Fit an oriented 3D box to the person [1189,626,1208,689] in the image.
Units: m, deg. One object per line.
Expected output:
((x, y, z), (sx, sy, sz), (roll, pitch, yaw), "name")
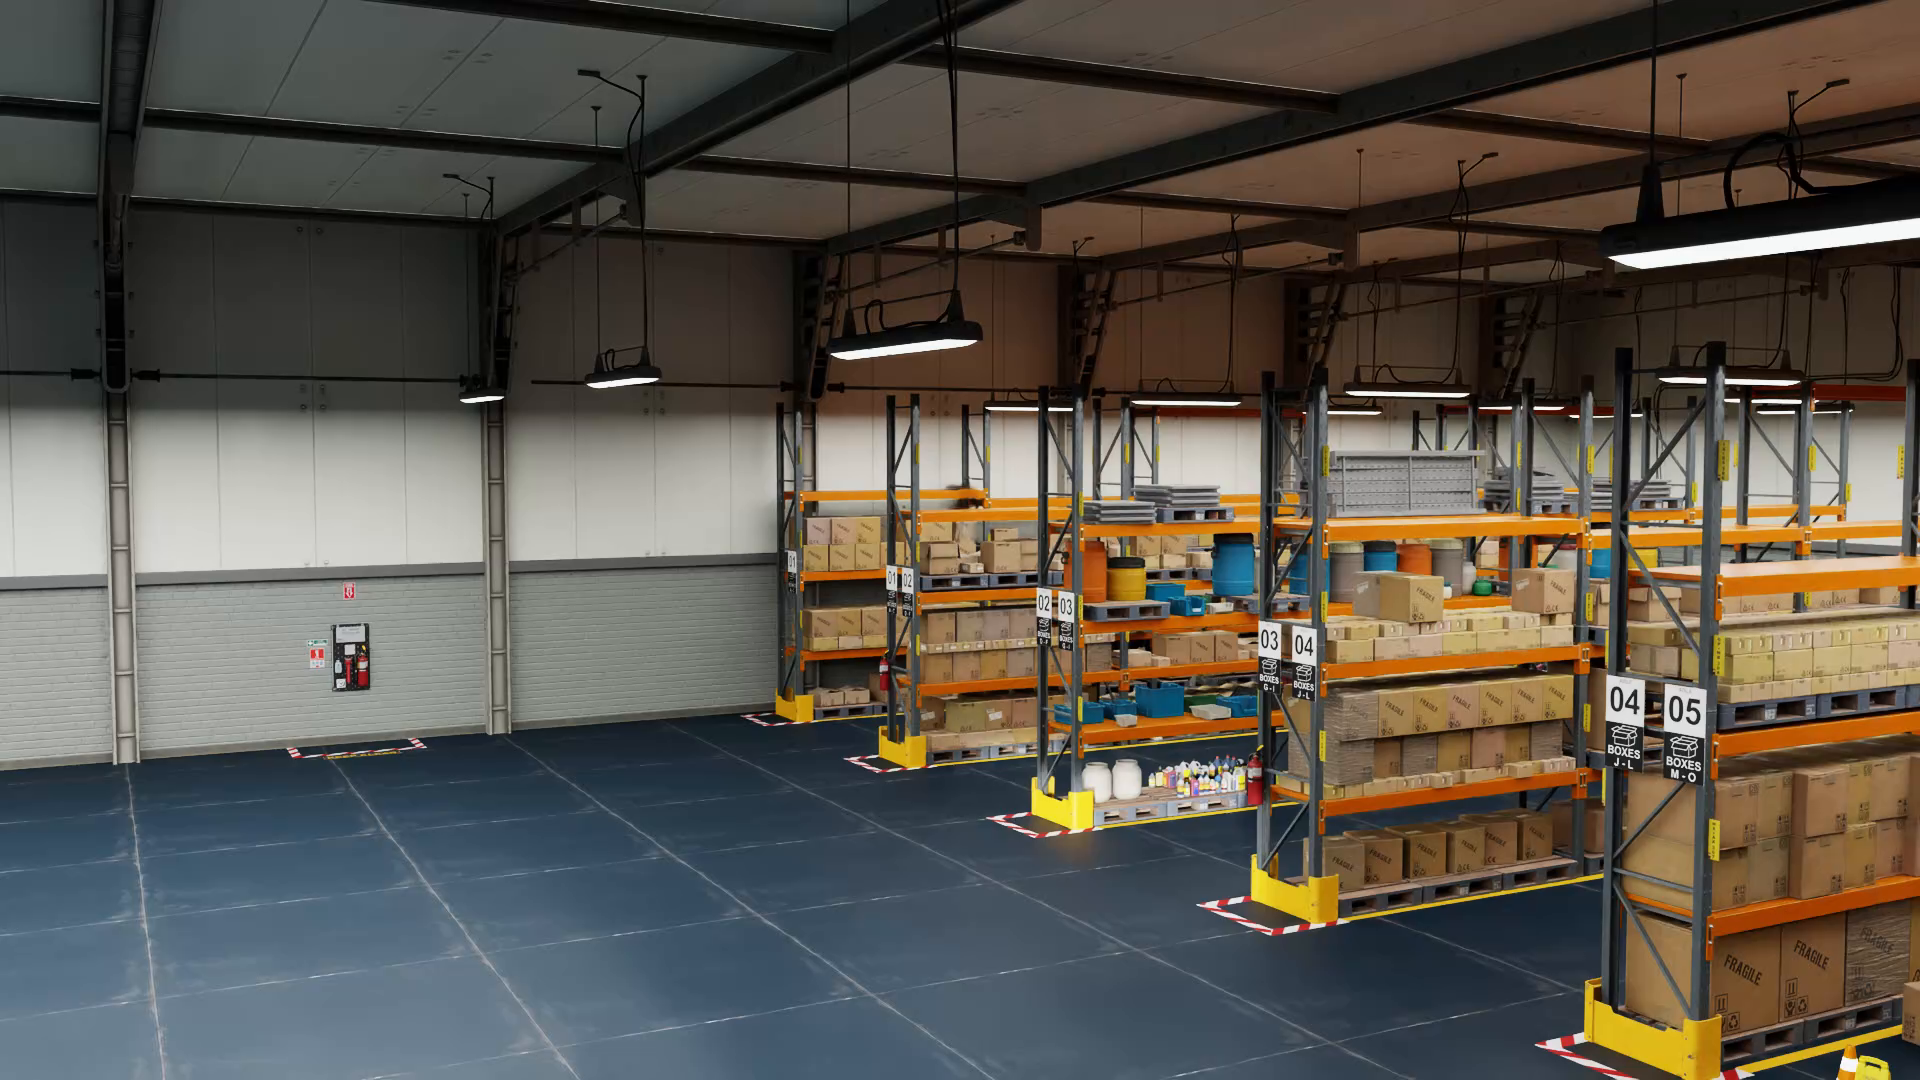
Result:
((4.765, 2.426, 33.659), (0.958, 1.641, 0.556), (-2, 4, -35), "person")
